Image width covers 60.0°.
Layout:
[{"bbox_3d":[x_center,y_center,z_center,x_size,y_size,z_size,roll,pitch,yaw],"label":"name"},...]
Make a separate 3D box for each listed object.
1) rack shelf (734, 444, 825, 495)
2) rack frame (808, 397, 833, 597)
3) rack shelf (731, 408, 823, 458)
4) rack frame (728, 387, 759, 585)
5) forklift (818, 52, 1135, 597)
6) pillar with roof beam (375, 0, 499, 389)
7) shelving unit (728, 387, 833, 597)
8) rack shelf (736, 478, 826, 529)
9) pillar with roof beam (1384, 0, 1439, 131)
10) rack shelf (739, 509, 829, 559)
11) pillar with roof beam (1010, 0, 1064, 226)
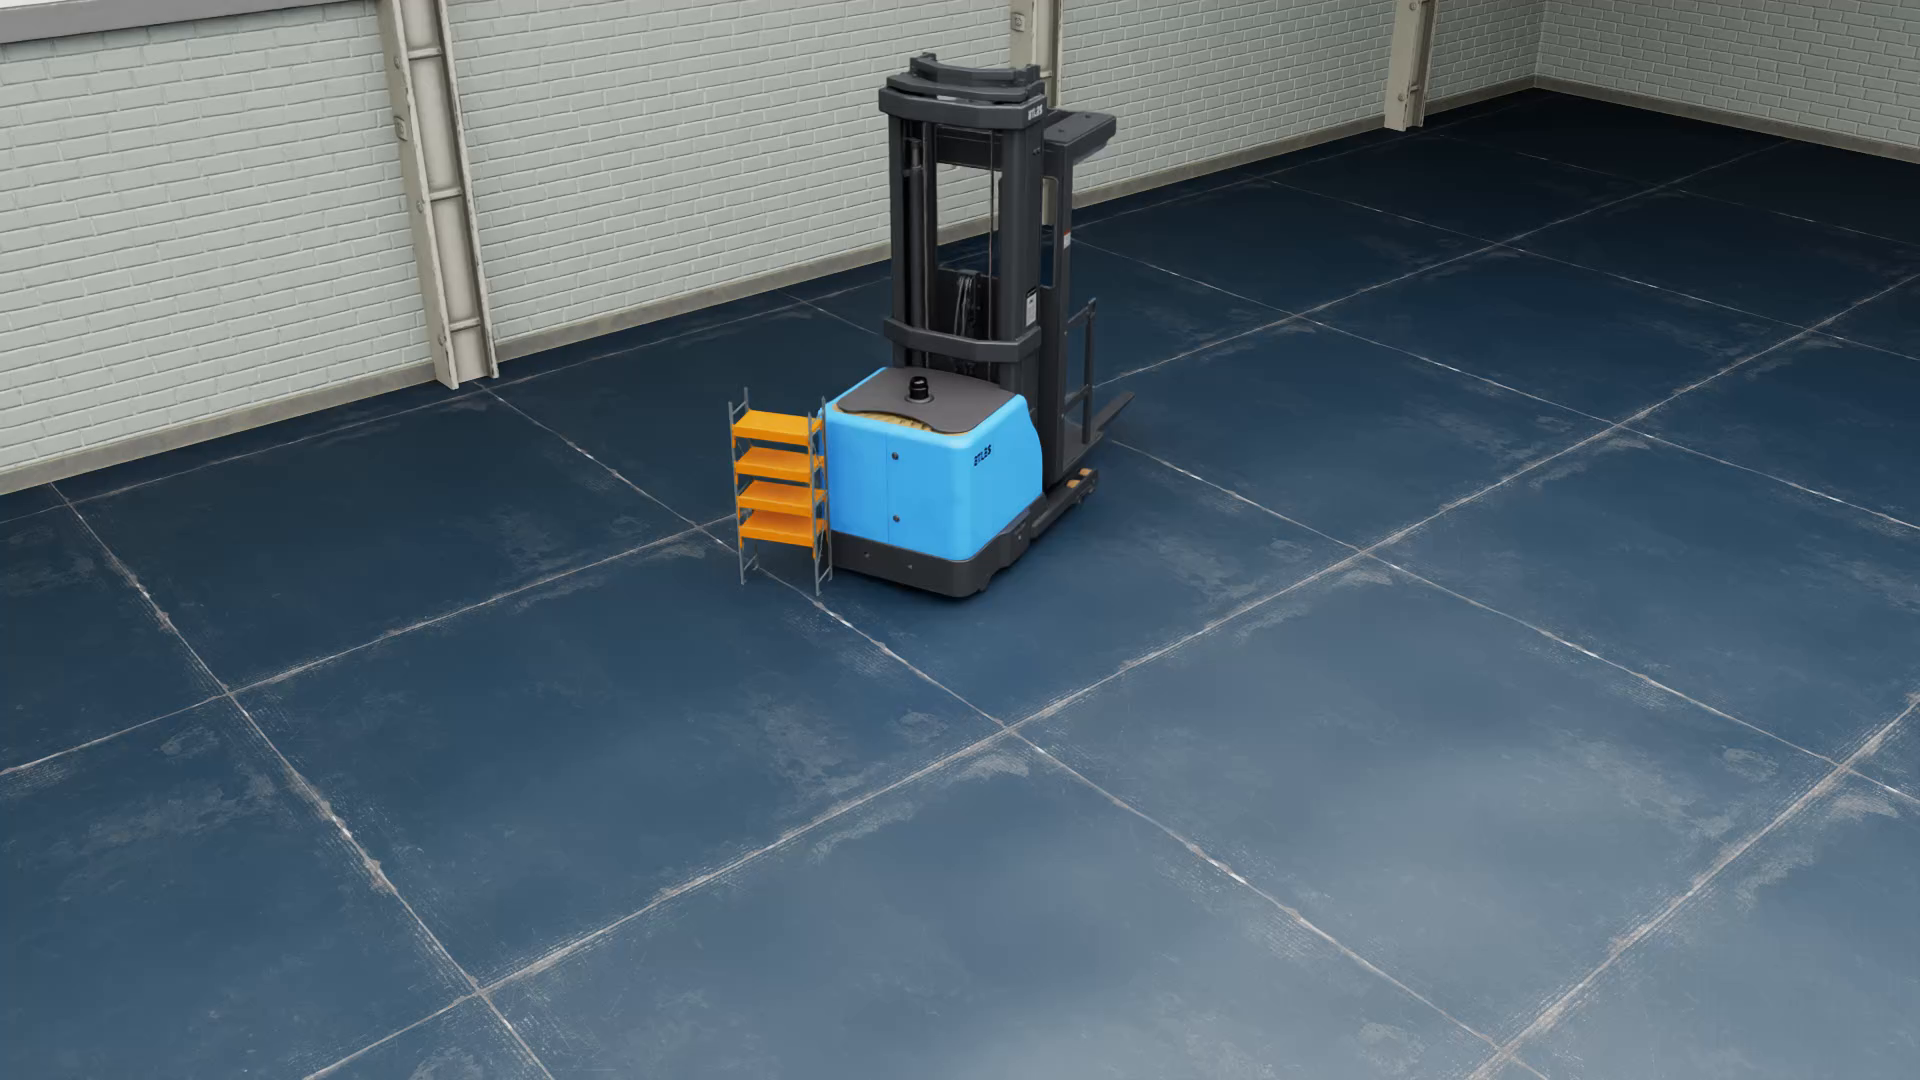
[{"bbox_3d":[-1.053,-0.415,9.780,0.480,0.148,0.258,8,29,15],"label":"rack shelf"},{"bbox_3d":[-0.820,-0.243,9.790,0.015,1.200,0.240,8,29,15],"label":"rack frame"},{"bbox_3d":[-1.054,-0.624,9.668,0.480,0.148,0.258,8,29,15],"label":"rack shelf"},{"bbox_3d":[-1.286,-0.312,9.918,0.015,1.200,0.240,8,29,15],"label":"rack frame"},{"bbox_3d":[0.277,-1.619,10.528,1.130,2.935,3.031,14,31,24],"label":"forklift"},{"bbox_3d":[-1.054,-3.696,7.977,0.400,9.000,9.100,-22,35,-35],"label":"pillar with roof beam"},{"bbox_3d":[-1.053,-0.278,9.854,0.503,1.200,0.258,8,29,15],"label":"shelving unit"},{"bbox_3d":[-1.053,-0.218,9.886,0.480,0.148,0.258,8,29,15],"label":"rack shelf"},{"bbox_3d":[8.075,-7.367,14.846,0.400,9.000,9.100,-22,35,-35],"label":"pillar with roof beam"},{"bbox_3d":[-1.053,-0.043,9.980,0.480,0.148,0.258,8,29,15],"label":"rack shelf"},{"bbox_3d":[3.511,-5.531,11.411,0.400,9.000,9.100,-22,35,-35],"label":"pillar with roof beam"}]
